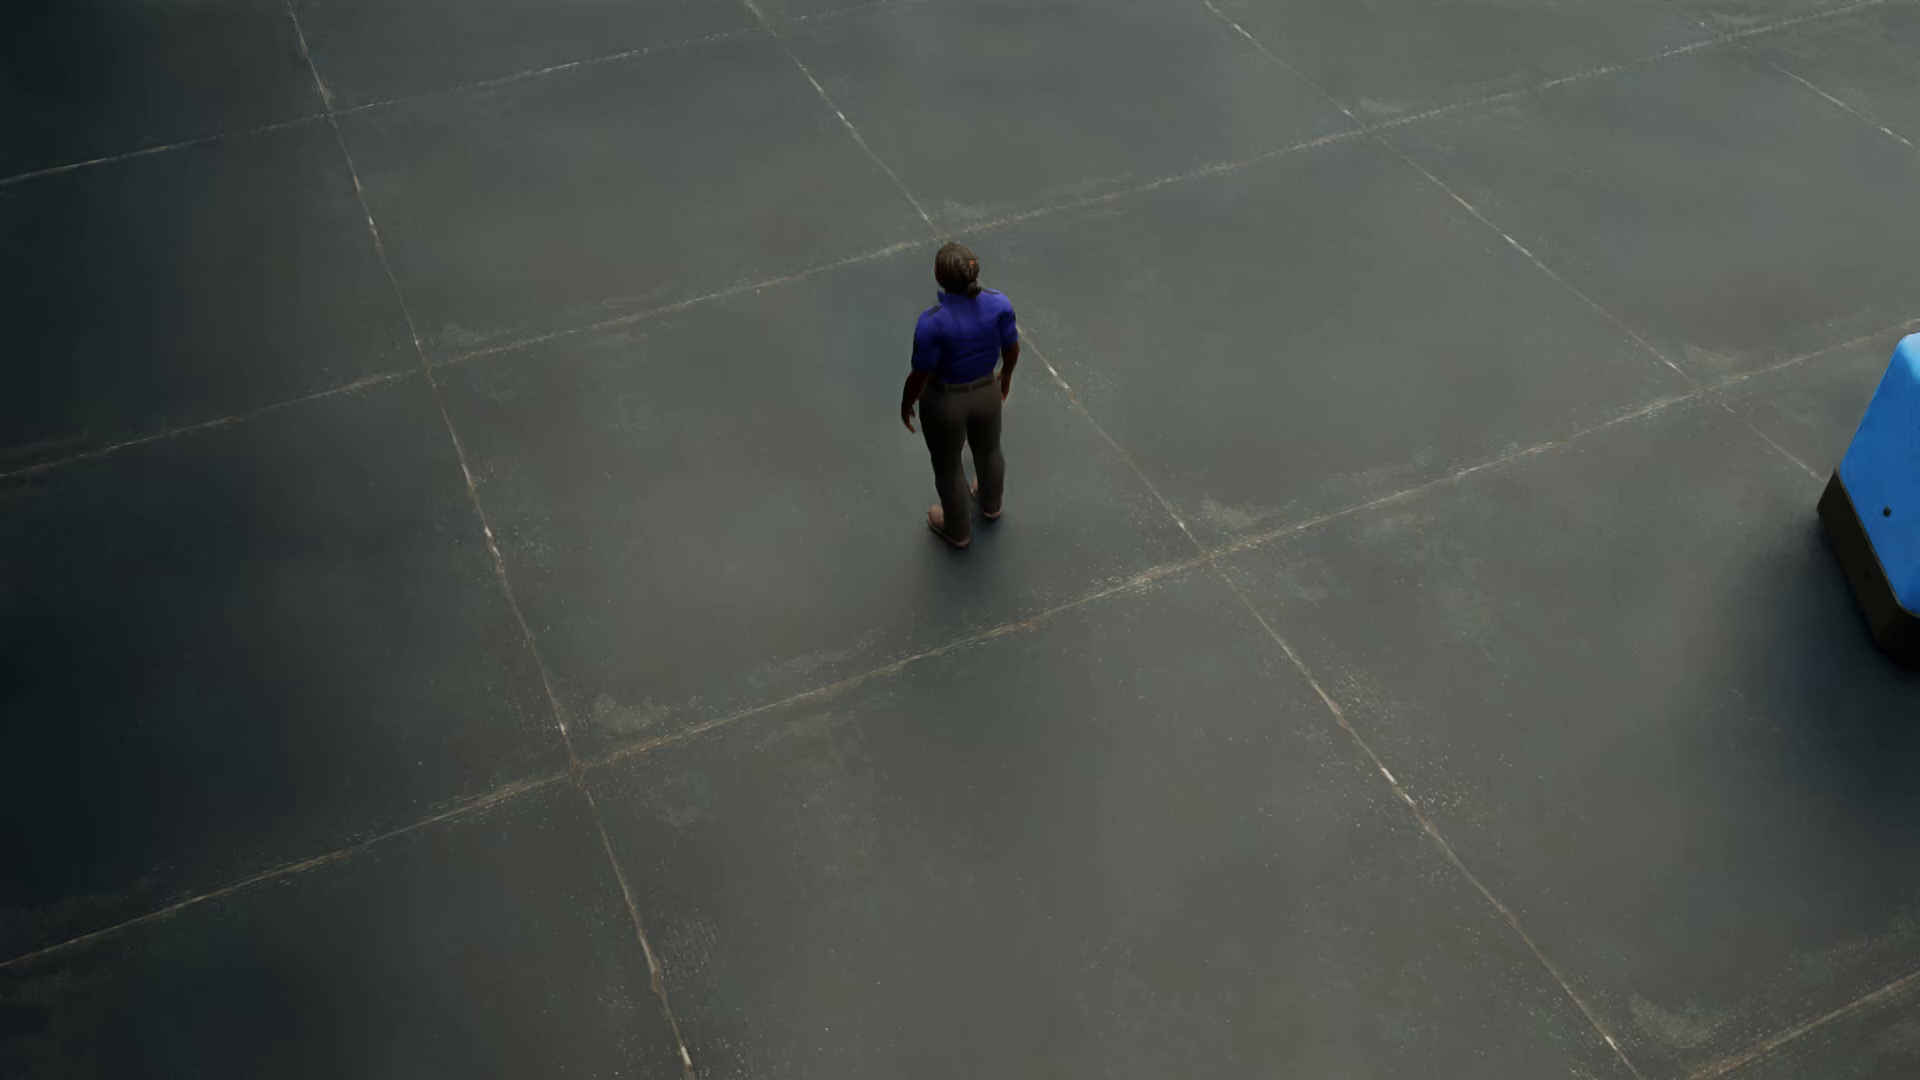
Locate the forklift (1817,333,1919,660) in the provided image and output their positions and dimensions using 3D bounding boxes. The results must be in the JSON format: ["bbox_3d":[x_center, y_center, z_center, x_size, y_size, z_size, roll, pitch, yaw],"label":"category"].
[{"bbox_3d":[5.537,-0.788,6.524,3.031,2.935,1.130,3,43,3],"label":"forklift"}]

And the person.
[{"bbox_3d":[-0.019,-0.670,7.323,0.570,1.654,0.503,-18,46,-18],"label":"person"}]
